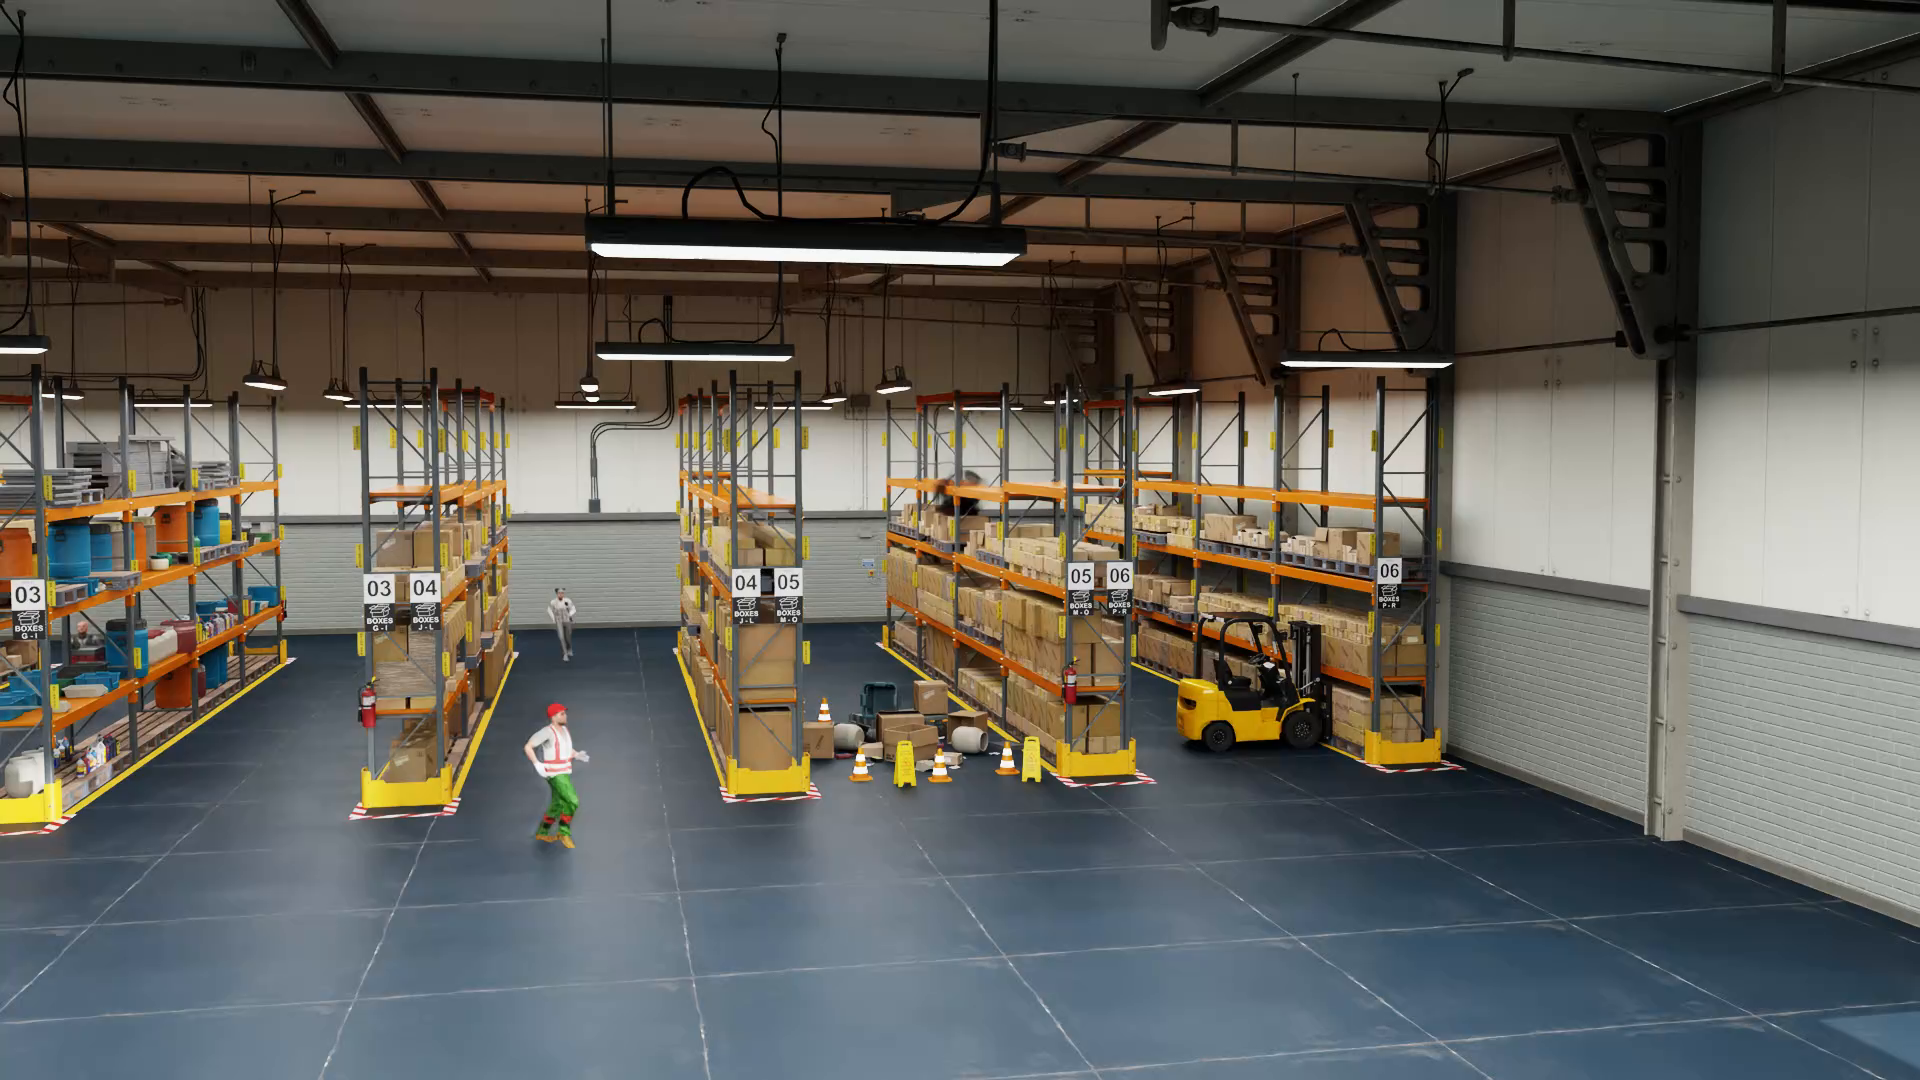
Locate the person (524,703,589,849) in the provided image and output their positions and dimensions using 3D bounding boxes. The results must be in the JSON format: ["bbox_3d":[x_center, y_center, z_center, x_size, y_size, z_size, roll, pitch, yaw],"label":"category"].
[{"bbox_3d":[-4.944,2.905,20.473,0.729,1.788,0.670,1,4,15],"label":"person"}]

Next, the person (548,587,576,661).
[{"bbox_3d":[-9.119,1.899,38.080,0.642,1.679,0.834,0,3,-6],"label":"person"}]

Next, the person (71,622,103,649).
[{"bbox_3d":[-16.008,2.341,30.380,0.647,1.684,0.602,-1,4,-20],"label":"person"}]
